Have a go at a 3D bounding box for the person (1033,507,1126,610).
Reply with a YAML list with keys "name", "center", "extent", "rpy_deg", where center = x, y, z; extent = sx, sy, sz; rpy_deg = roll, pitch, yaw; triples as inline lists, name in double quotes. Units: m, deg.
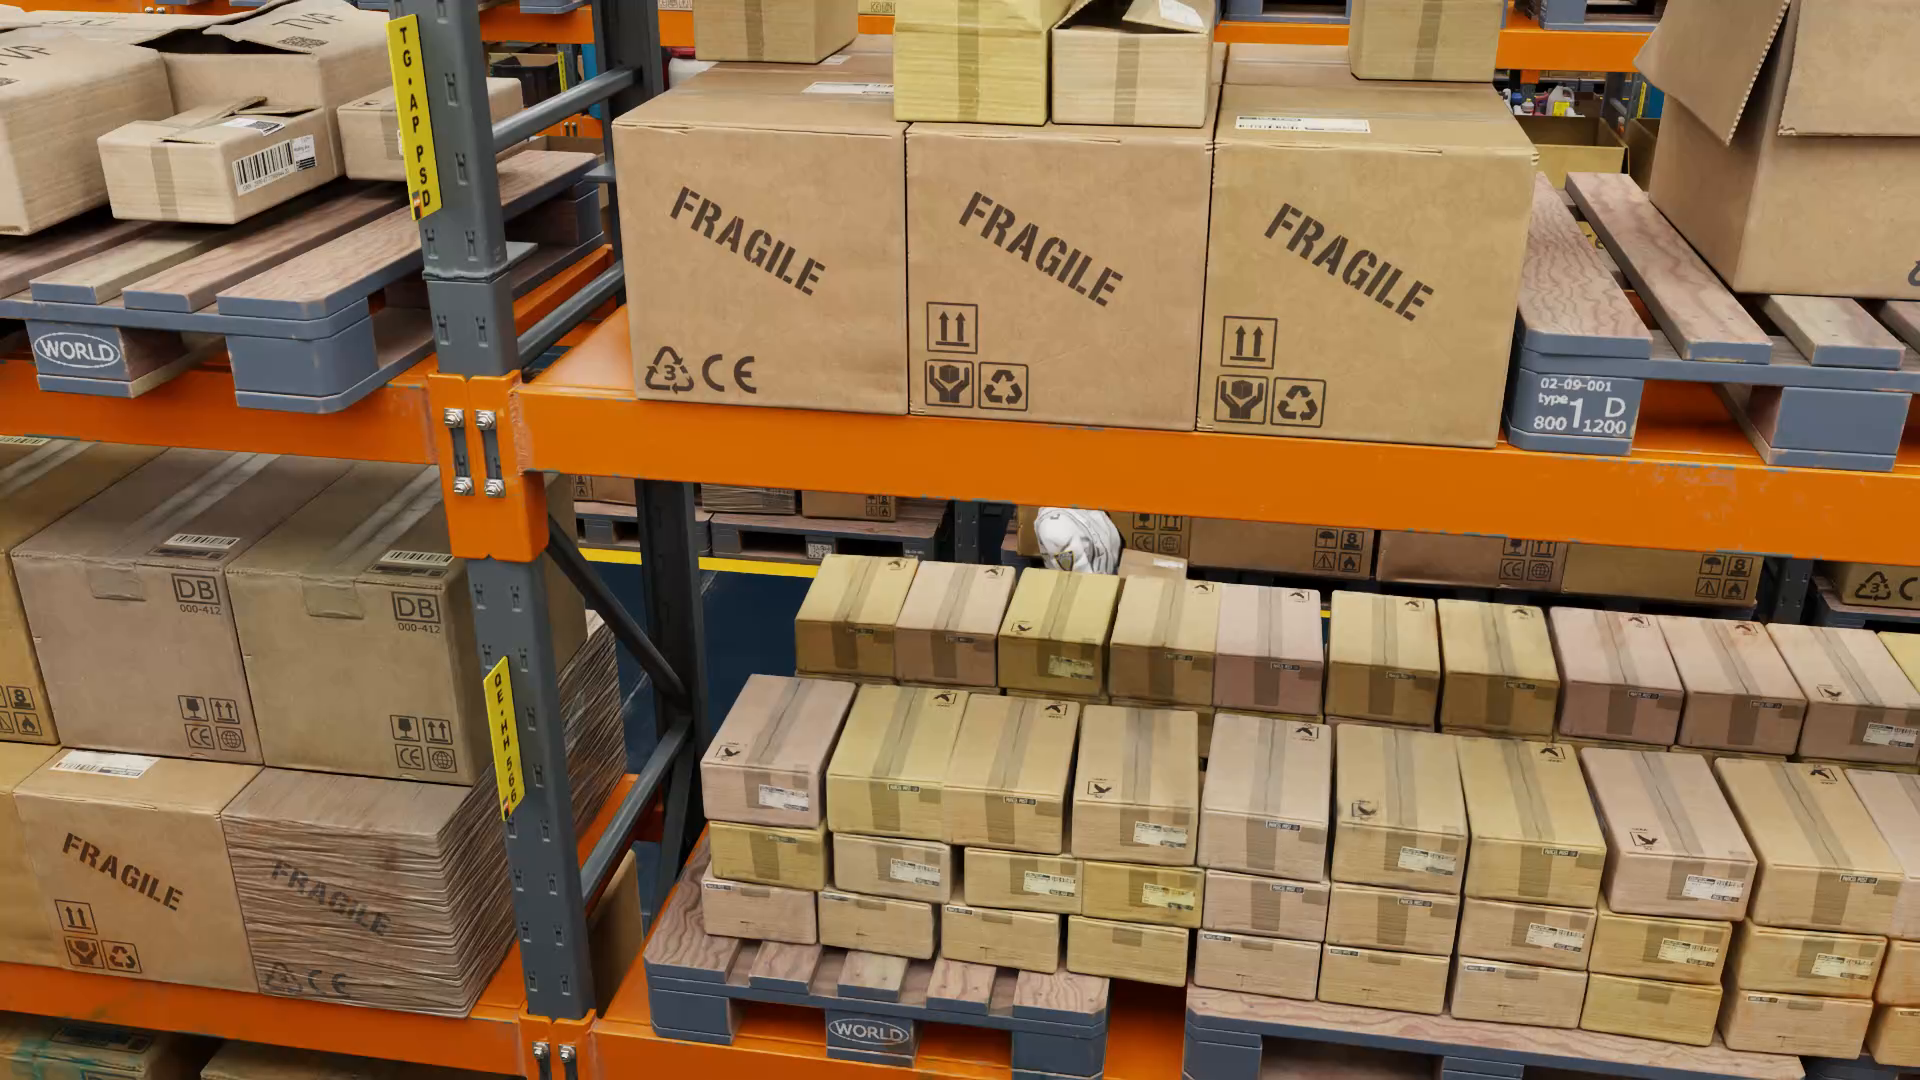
- name: "person"
  center: [0.504, 0.348, 6.334]
  extent: [0.556, 1.686, 0.459]
  rpy_deg: [4, 25, 9]
